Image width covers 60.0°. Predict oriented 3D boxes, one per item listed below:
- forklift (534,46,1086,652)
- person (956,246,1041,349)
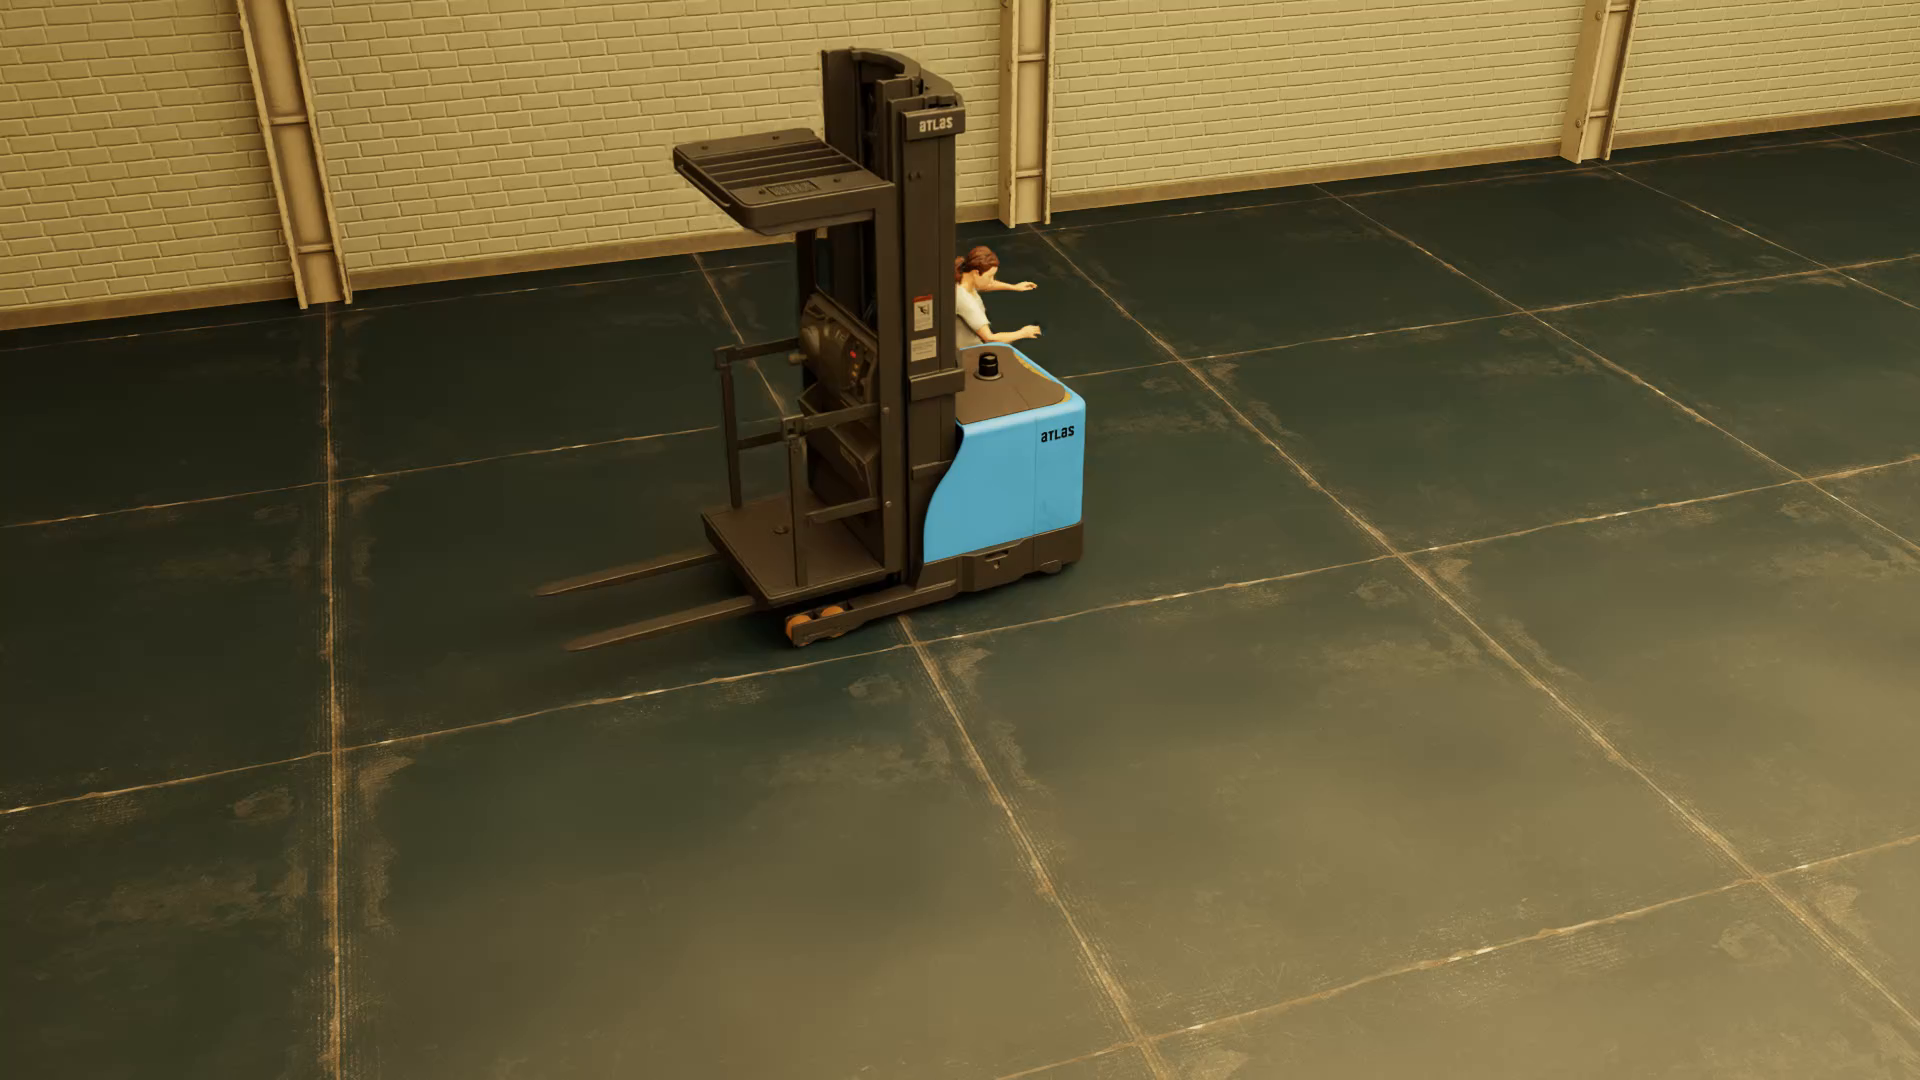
[{"bbox_3d":[-0.834,-0.996,8.817,3.031,2.935,1.130,-14,33,-23],"label":"forklift"},{"bbox_3d":[0.197,-1.195,10.646,0.620,1.465,1.158,0,30,0],"label":"person"}]
